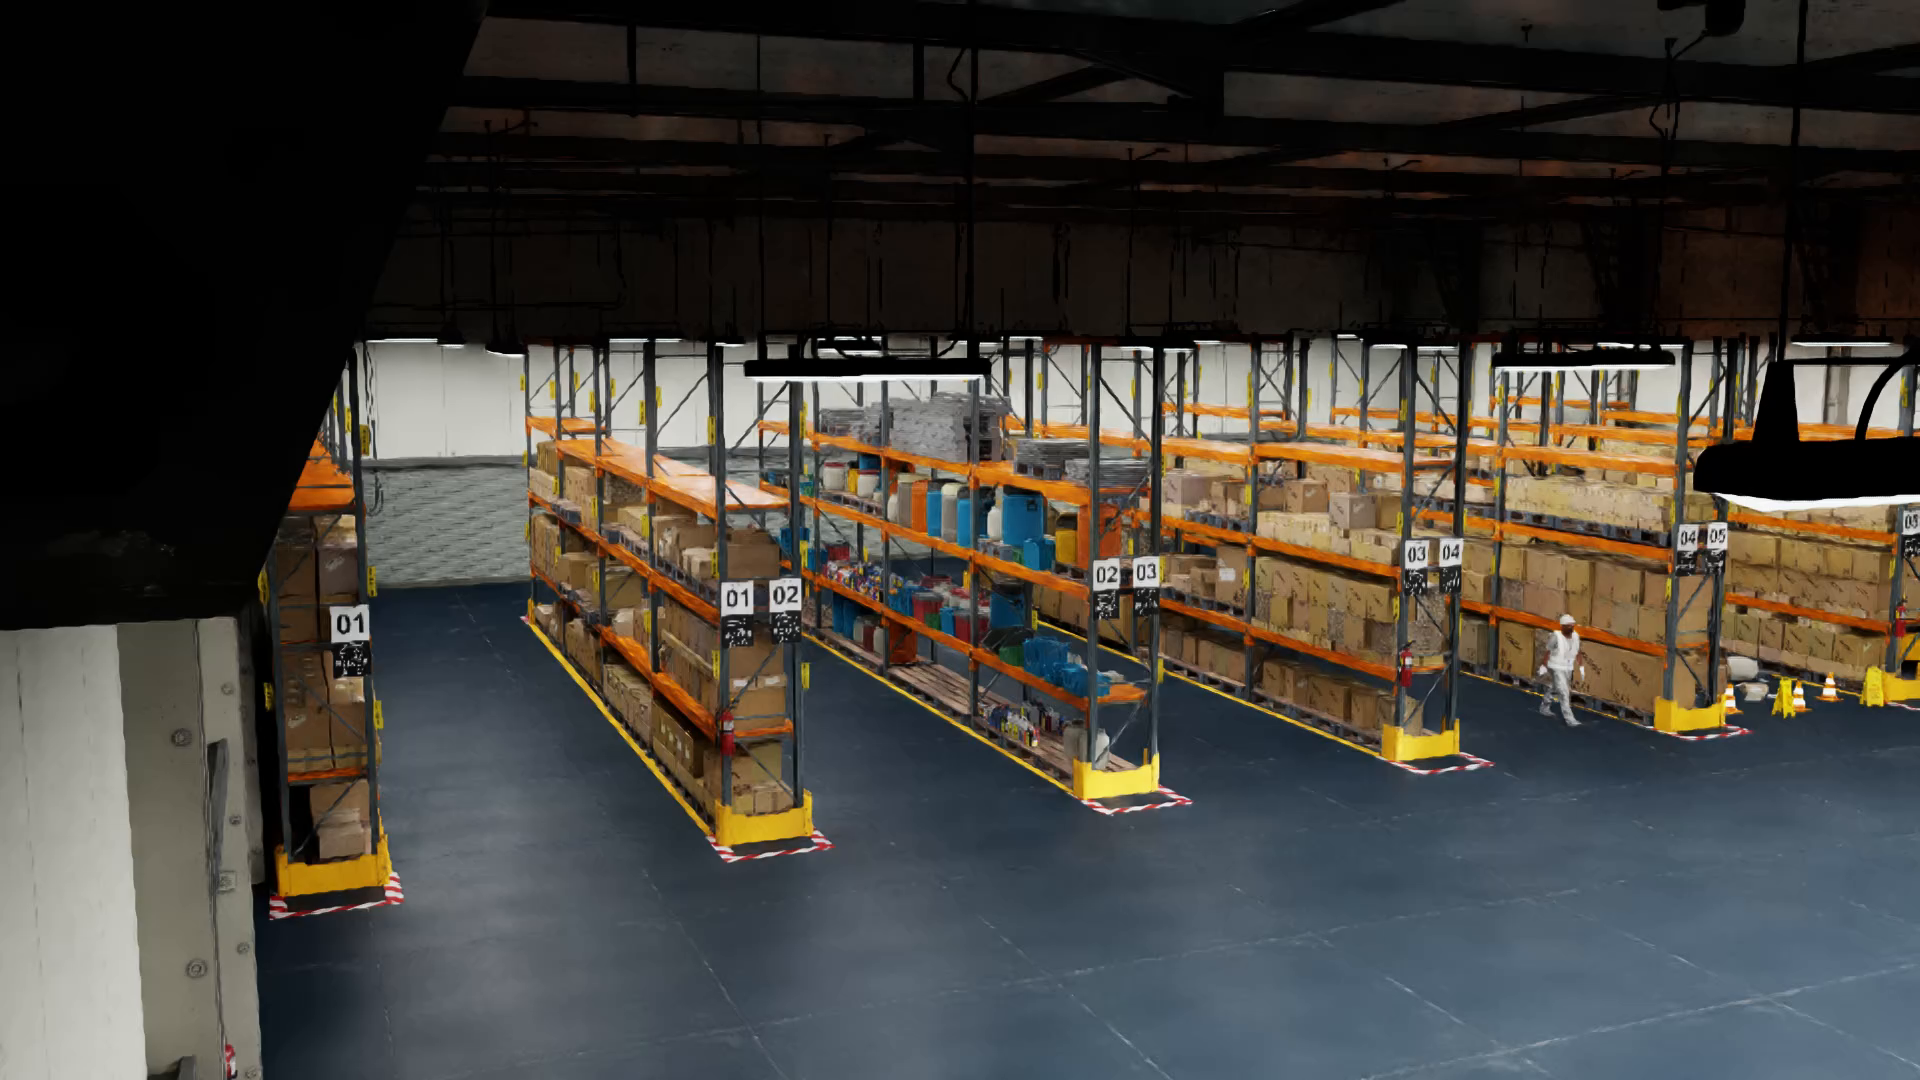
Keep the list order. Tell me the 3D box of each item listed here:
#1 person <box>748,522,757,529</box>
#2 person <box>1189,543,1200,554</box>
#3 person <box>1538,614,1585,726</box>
[{"bbox_3d":[-4.762,0.464,37.753,0.546,1.733,0.580,3,8,21],"label":"person"},{"bbox_3d":[5.940,-0.035,41.879,0.494,1.589,0.623,1,8,9],"label":"person"},{"bbox_3d":[9.487,2.011,26.092,0.577,1.733,1.042,-3,8,-23],"label":"person"}]
